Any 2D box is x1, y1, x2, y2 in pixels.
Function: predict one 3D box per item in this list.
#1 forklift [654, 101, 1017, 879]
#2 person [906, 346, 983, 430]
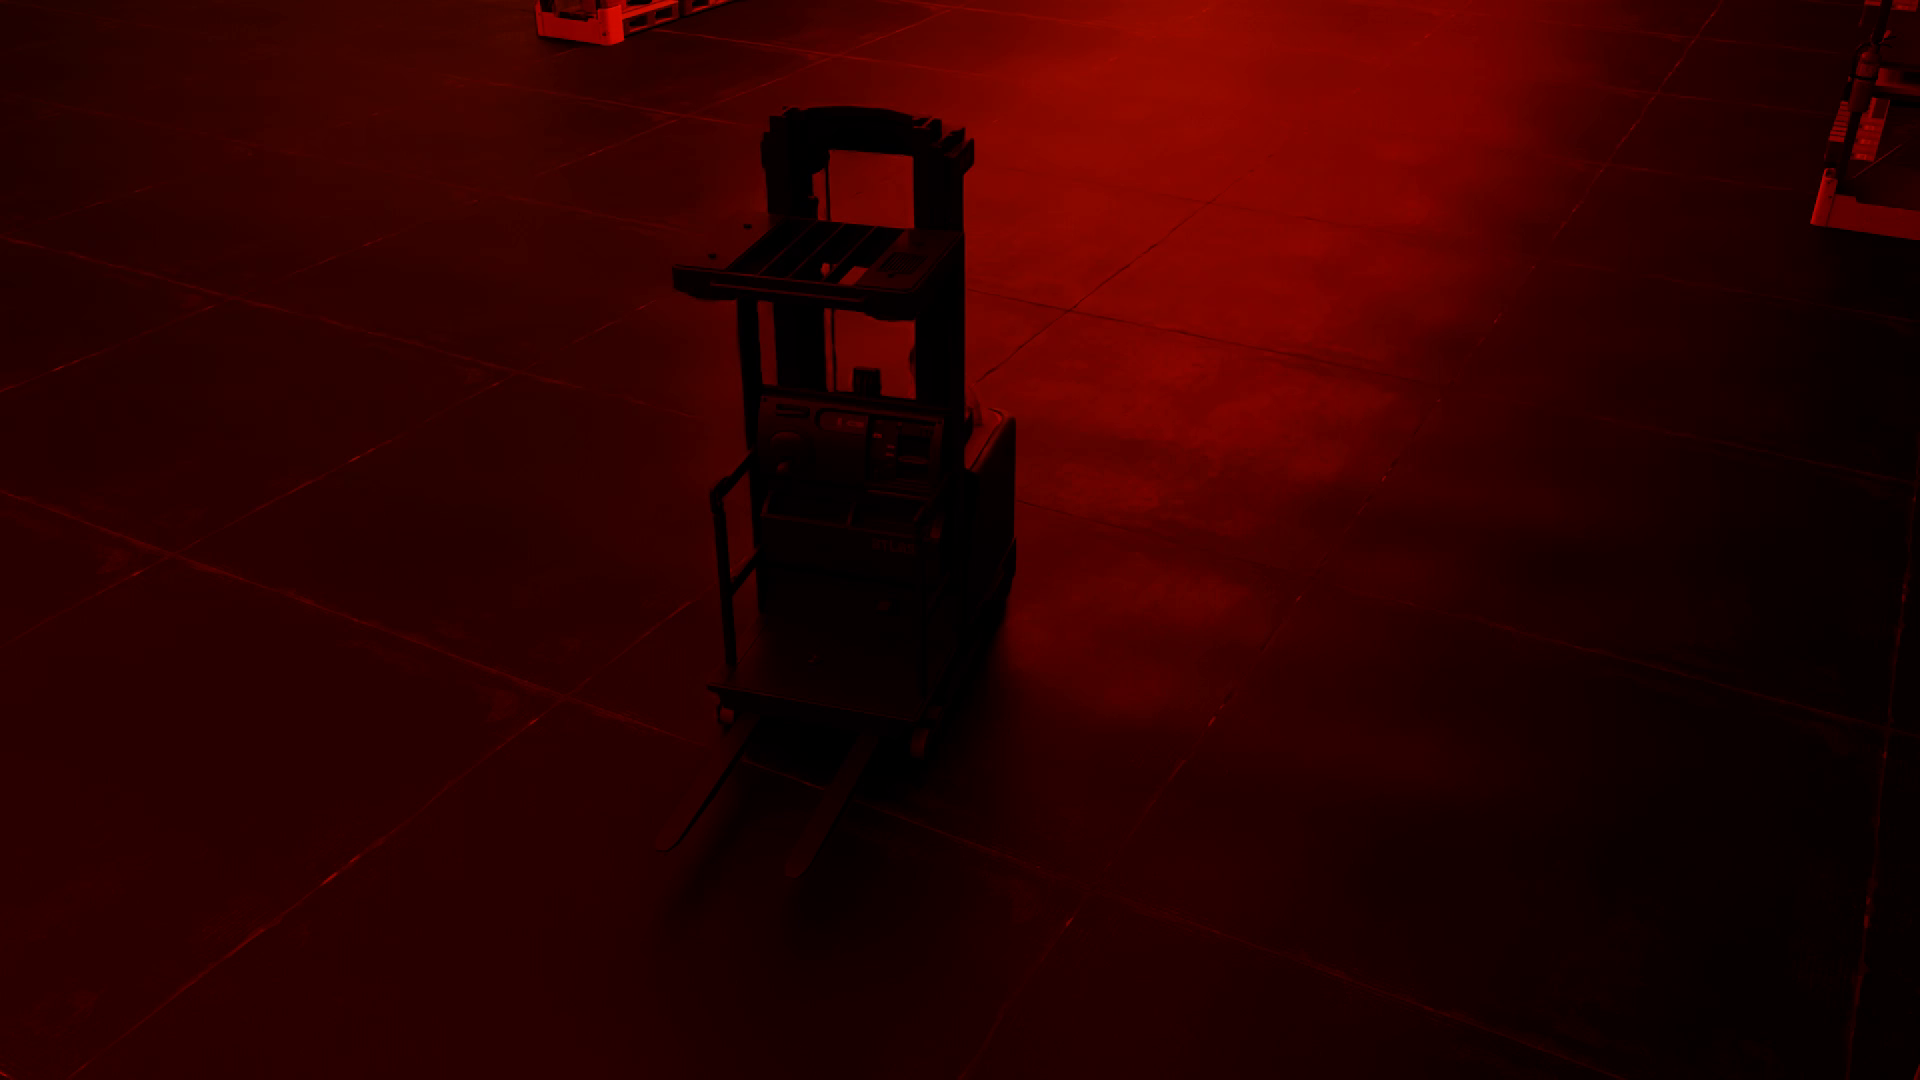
[{"bbox_3d":[-0.584,-0.411,7.783,1.130,2.935,3.031,8,31,14],"label":"forklift"},{"bbox_3d":[-0.259,-0.359,9.166,0.705,1.451,0.872,-21,36,-32],"label":"person"}]
